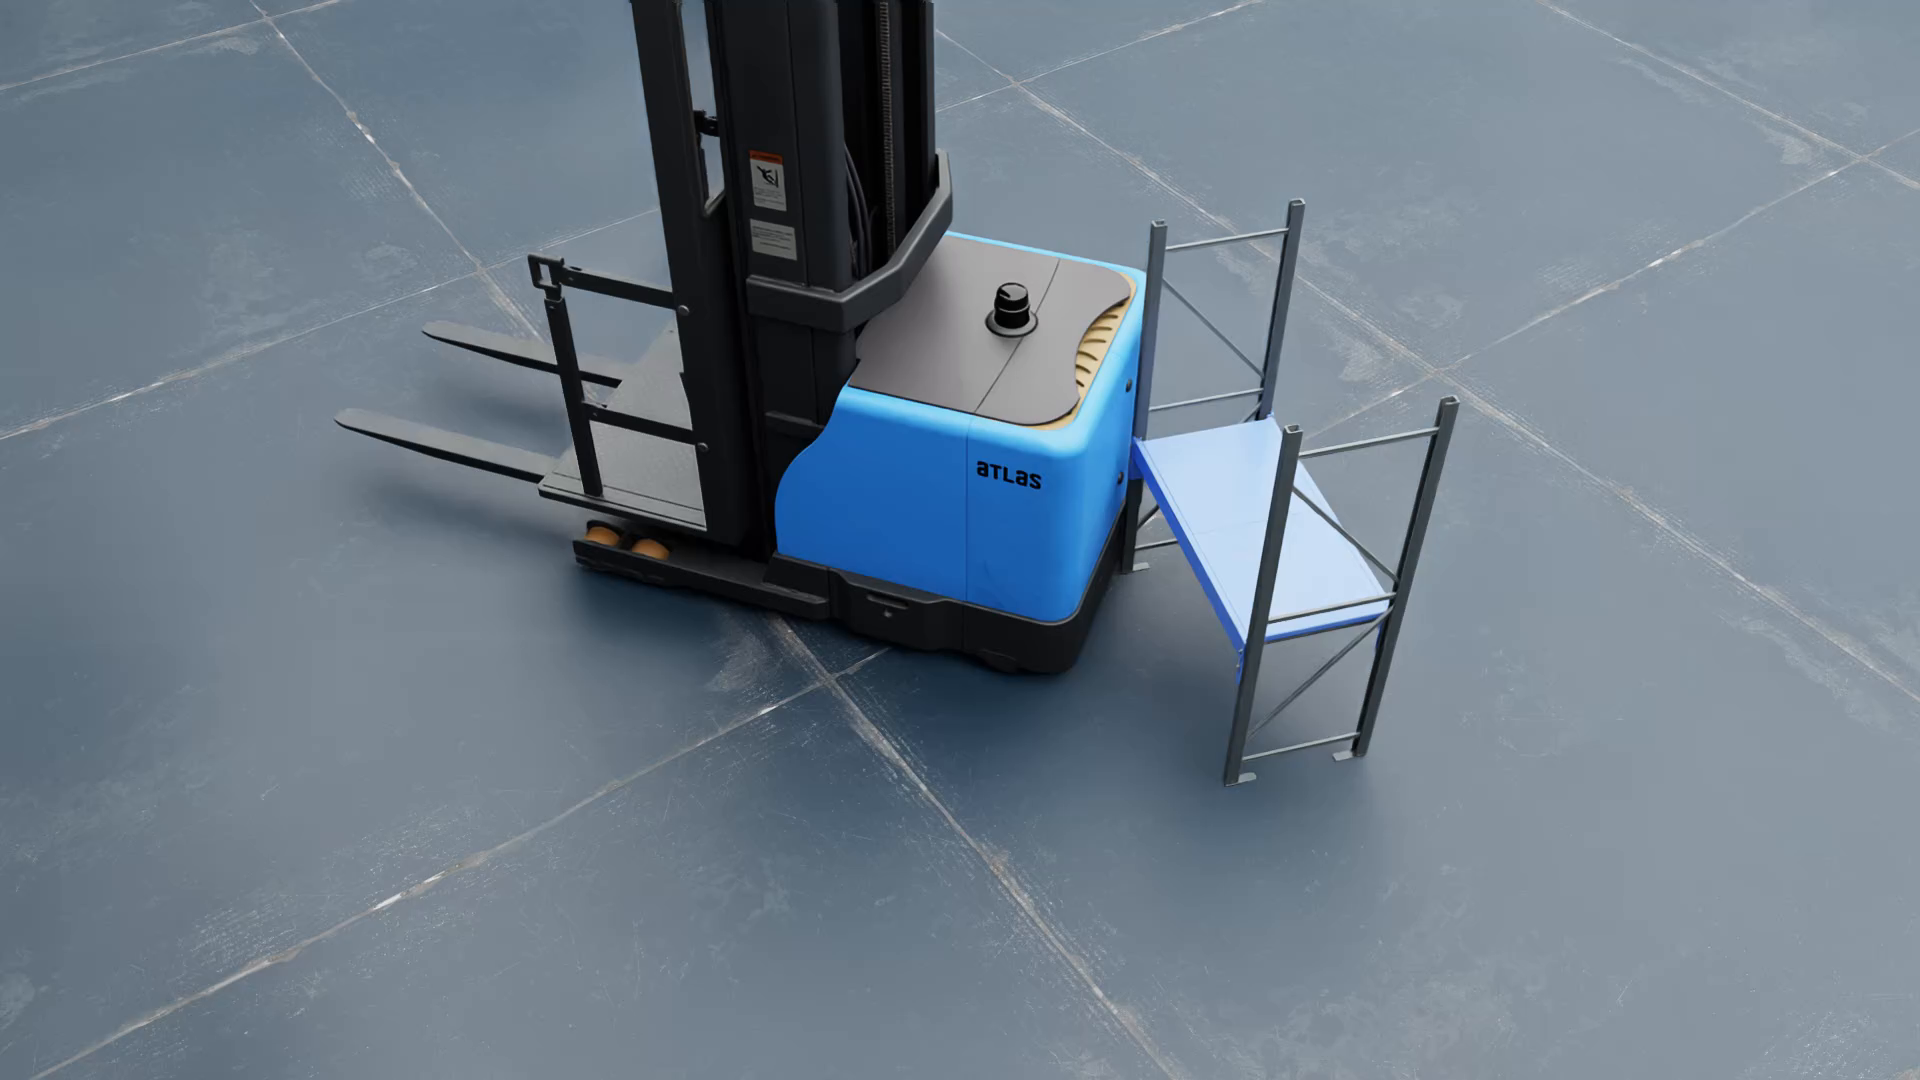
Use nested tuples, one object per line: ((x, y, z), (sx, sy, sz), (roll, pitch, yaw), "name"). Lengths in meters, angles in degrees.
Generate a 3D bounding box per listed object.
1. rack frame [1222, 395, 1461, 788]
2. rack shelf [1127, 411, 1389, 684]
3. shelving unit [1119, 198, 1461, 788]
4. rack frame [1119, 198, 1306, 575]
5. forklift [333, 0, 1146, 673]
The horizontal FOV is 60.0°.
((1.100, 0.206, 4.948), (0.500, 1.500, 0.032), (-11, 45, -11), "rack frame")
((0.966, -0.002, 5.426), (0.538, 0.185, 1.000), (-11, 45, -11), "rack shelf")
((0.966, -0.132, 5.302), (0.538, 1.500, 1.048), (-11, 45, -11), "shelving unit")
((0.832, -0.471, 5.657), (0.500, 1.500, 0.032), (-11, 45, -11), "rack frame")
((-0.883, -1.228, 5.413), (3.031, 2.935, 1.130), (14, 45, 14), "forklift")
